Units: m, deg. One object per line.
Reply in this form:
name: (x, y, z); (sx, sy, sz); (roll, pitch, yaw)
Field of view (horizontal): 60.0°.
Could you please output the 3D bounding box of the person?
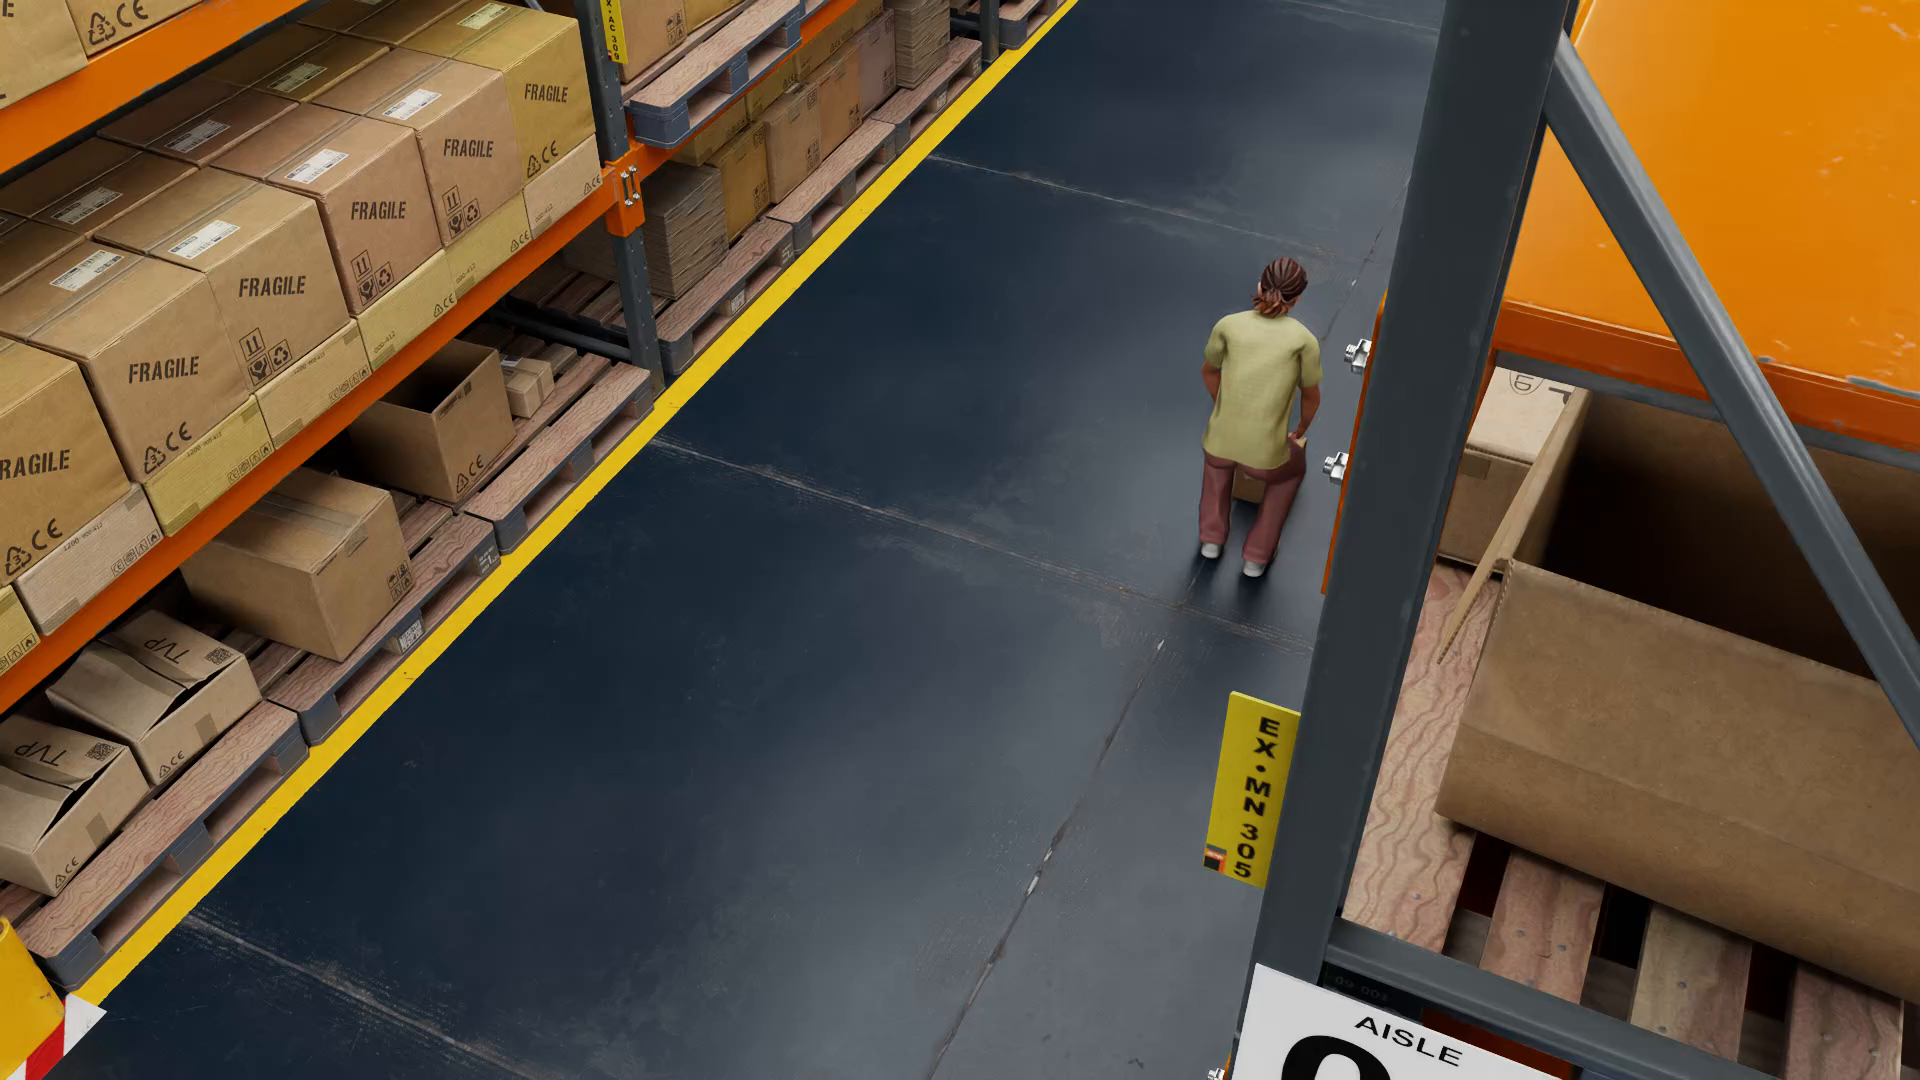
person: (1.216, -0.489, 6.961); (0.511, 1.333, 0.668); (18, 45, 18)
